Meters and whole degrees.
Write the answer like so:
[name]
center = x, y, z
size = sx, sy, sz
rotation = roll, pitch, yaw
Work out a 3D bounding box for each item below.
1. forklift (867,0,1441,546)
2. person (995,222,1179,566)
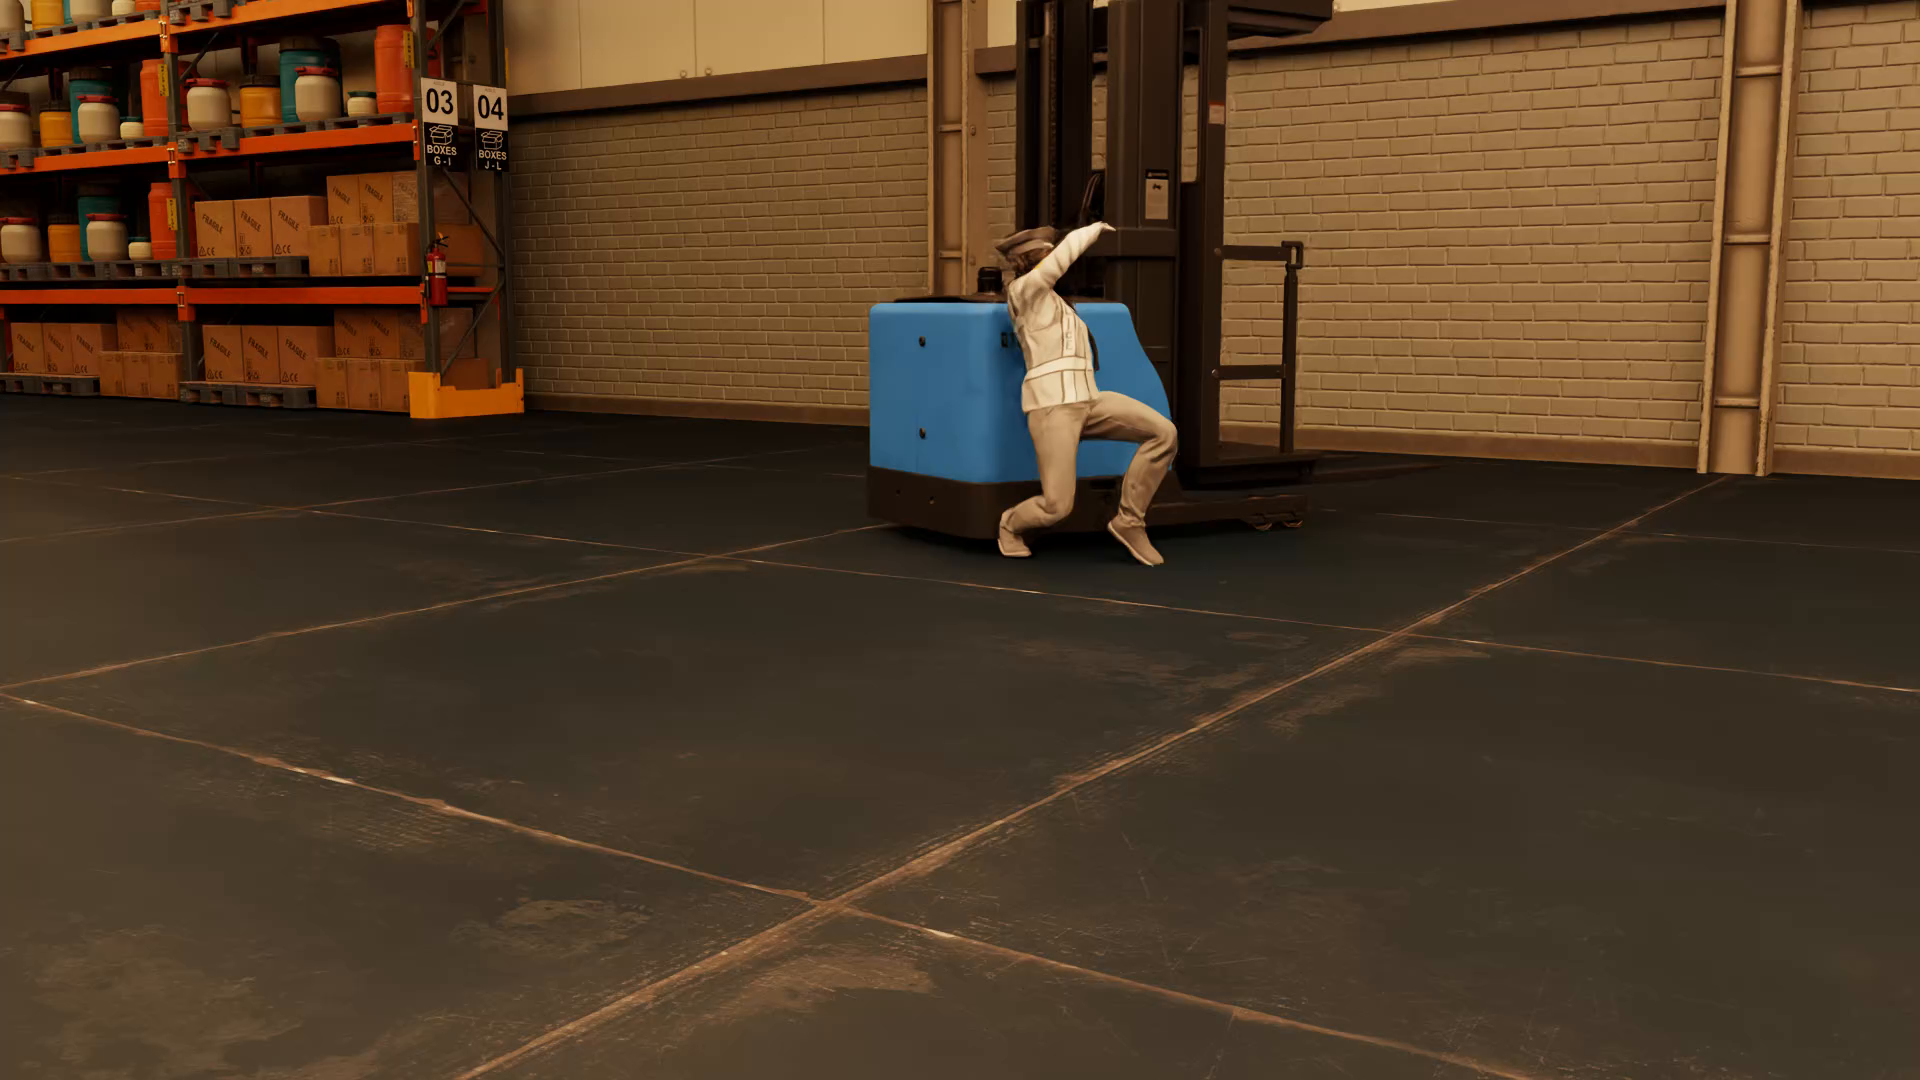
[forklift]
center = 1.082, -1.552, 8.106
size = 3.031, 2.935, 1.130
rotation = -5, 10, -32
[person]
center = 0.616, -0.629, 7.106
size = 0.848, 1.428, 0.975
rotation = 5, 9, 31
